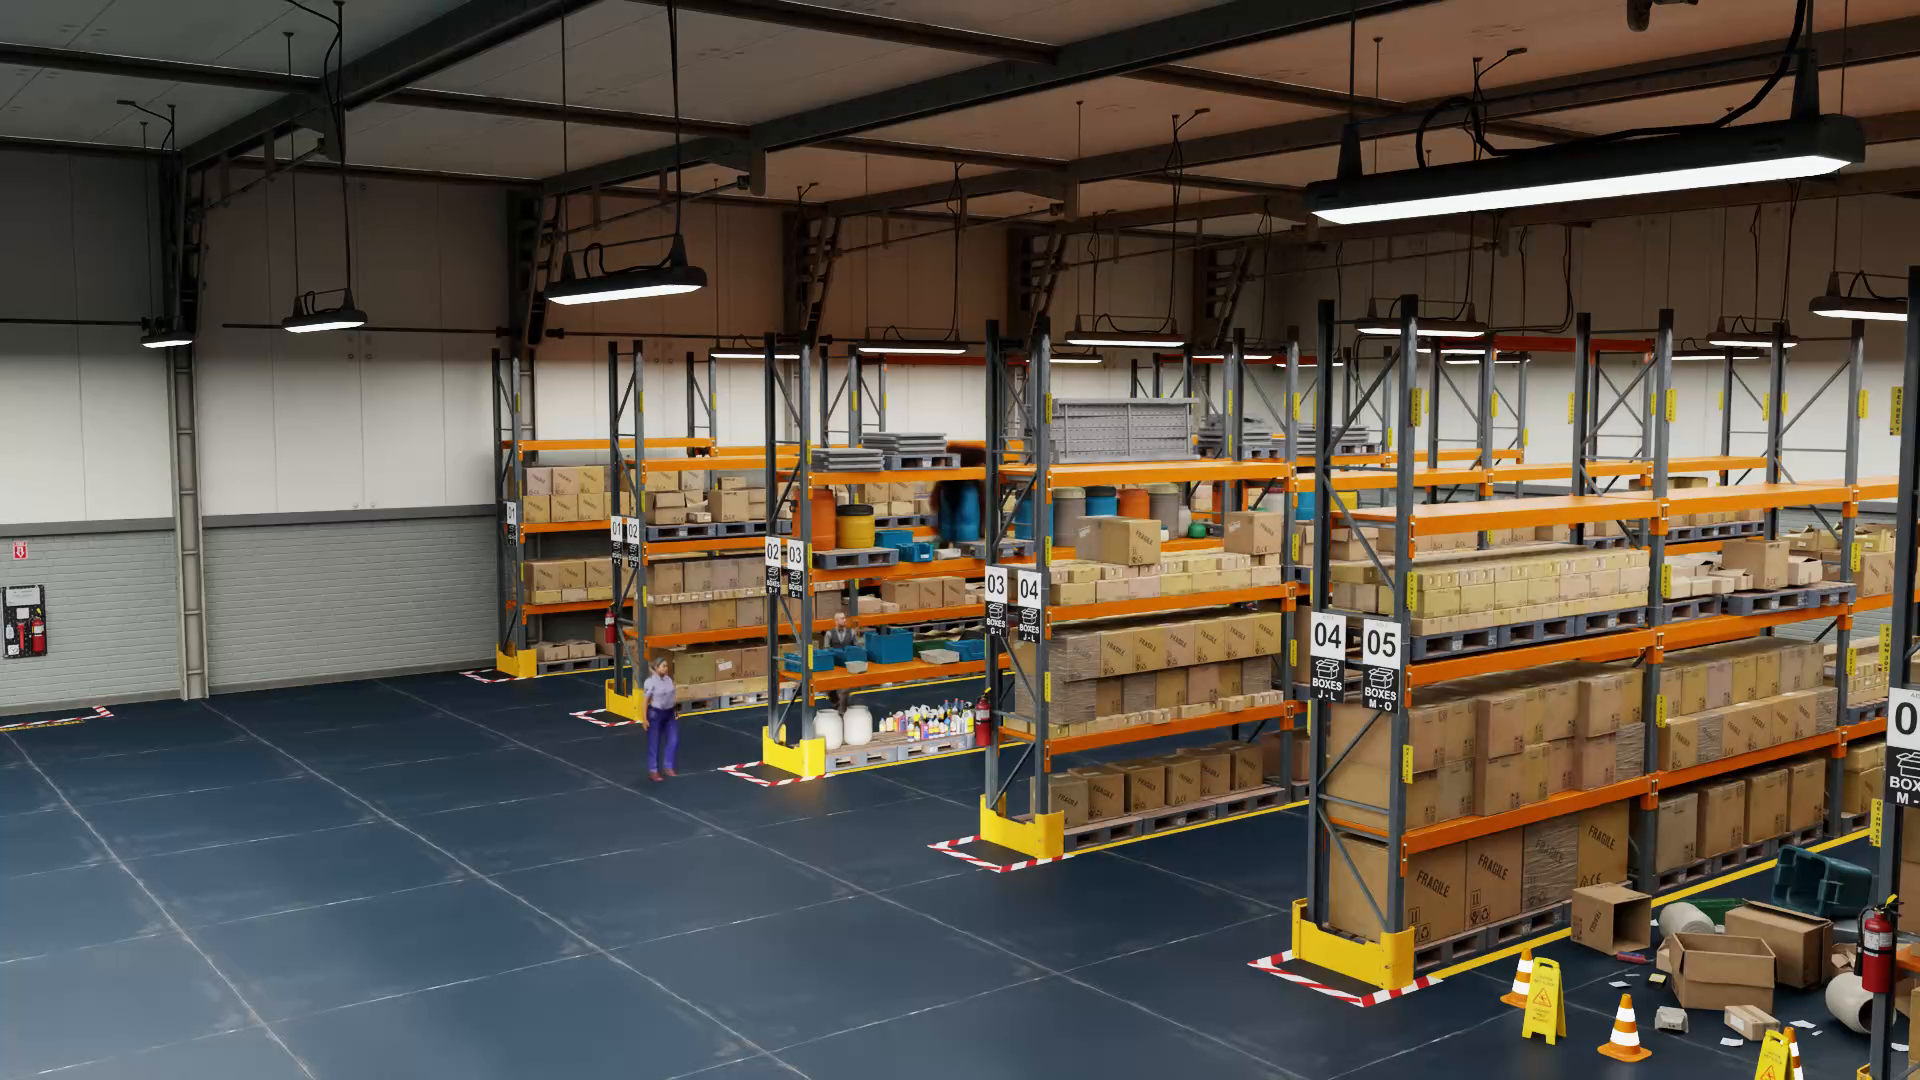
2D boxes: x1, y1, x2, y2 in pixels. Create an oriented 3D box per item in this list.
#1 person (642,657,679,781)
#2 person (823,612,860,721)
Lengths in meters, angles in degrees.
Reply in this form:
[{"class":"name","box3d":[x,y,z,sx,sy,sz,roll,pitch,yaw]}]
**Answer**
[{"class":"person","box3d":[-4.037,2.418,22.337,0.360,1.703,0.573,4,6,37]},{"class":"person","box3d":[-1.861,2.010,26.366,0.633,1.722,0.509,0,5,1]}]
